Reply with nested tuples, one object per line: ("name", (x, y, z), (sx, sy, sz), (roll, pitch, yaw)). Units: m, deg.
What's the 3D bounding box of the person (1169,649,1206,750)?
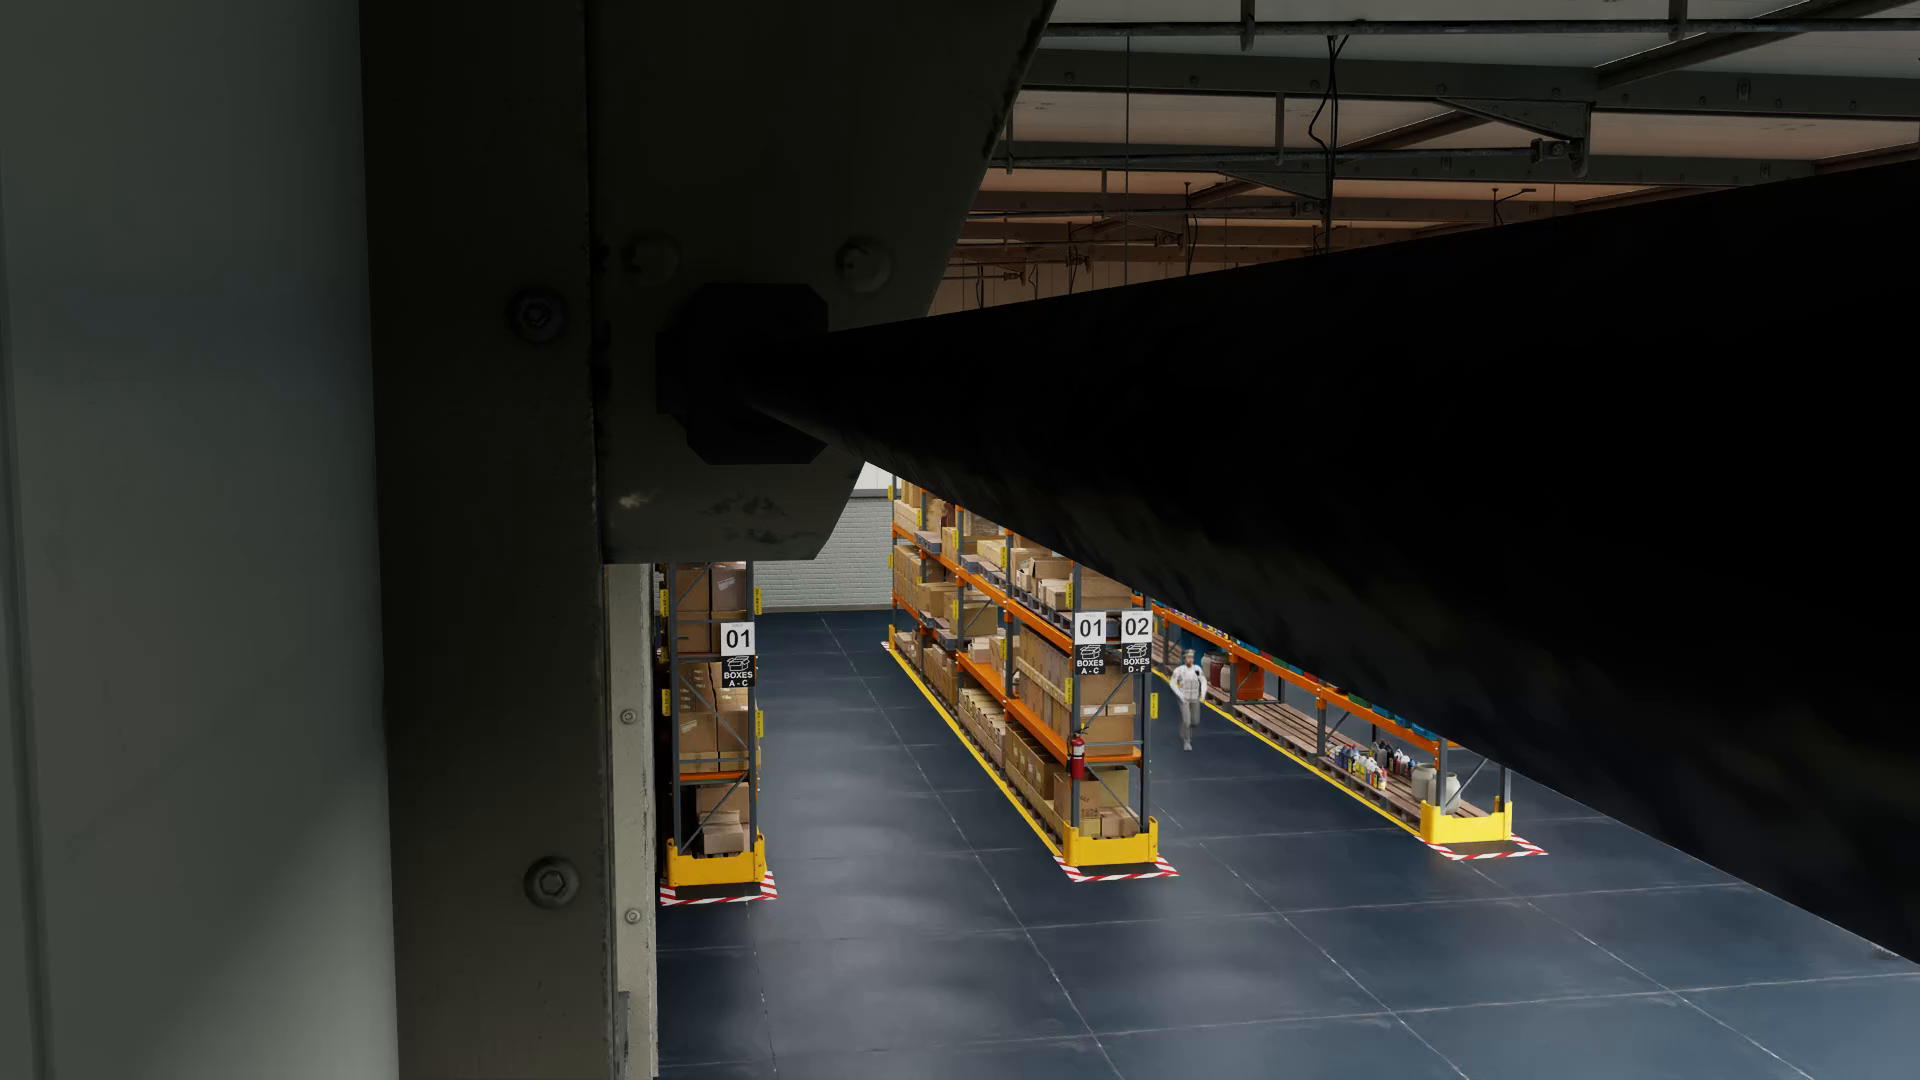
("person", (3.725, 2.578, 27.185), (0.652, 1.654, 0.572), (-1, 6, -13))
